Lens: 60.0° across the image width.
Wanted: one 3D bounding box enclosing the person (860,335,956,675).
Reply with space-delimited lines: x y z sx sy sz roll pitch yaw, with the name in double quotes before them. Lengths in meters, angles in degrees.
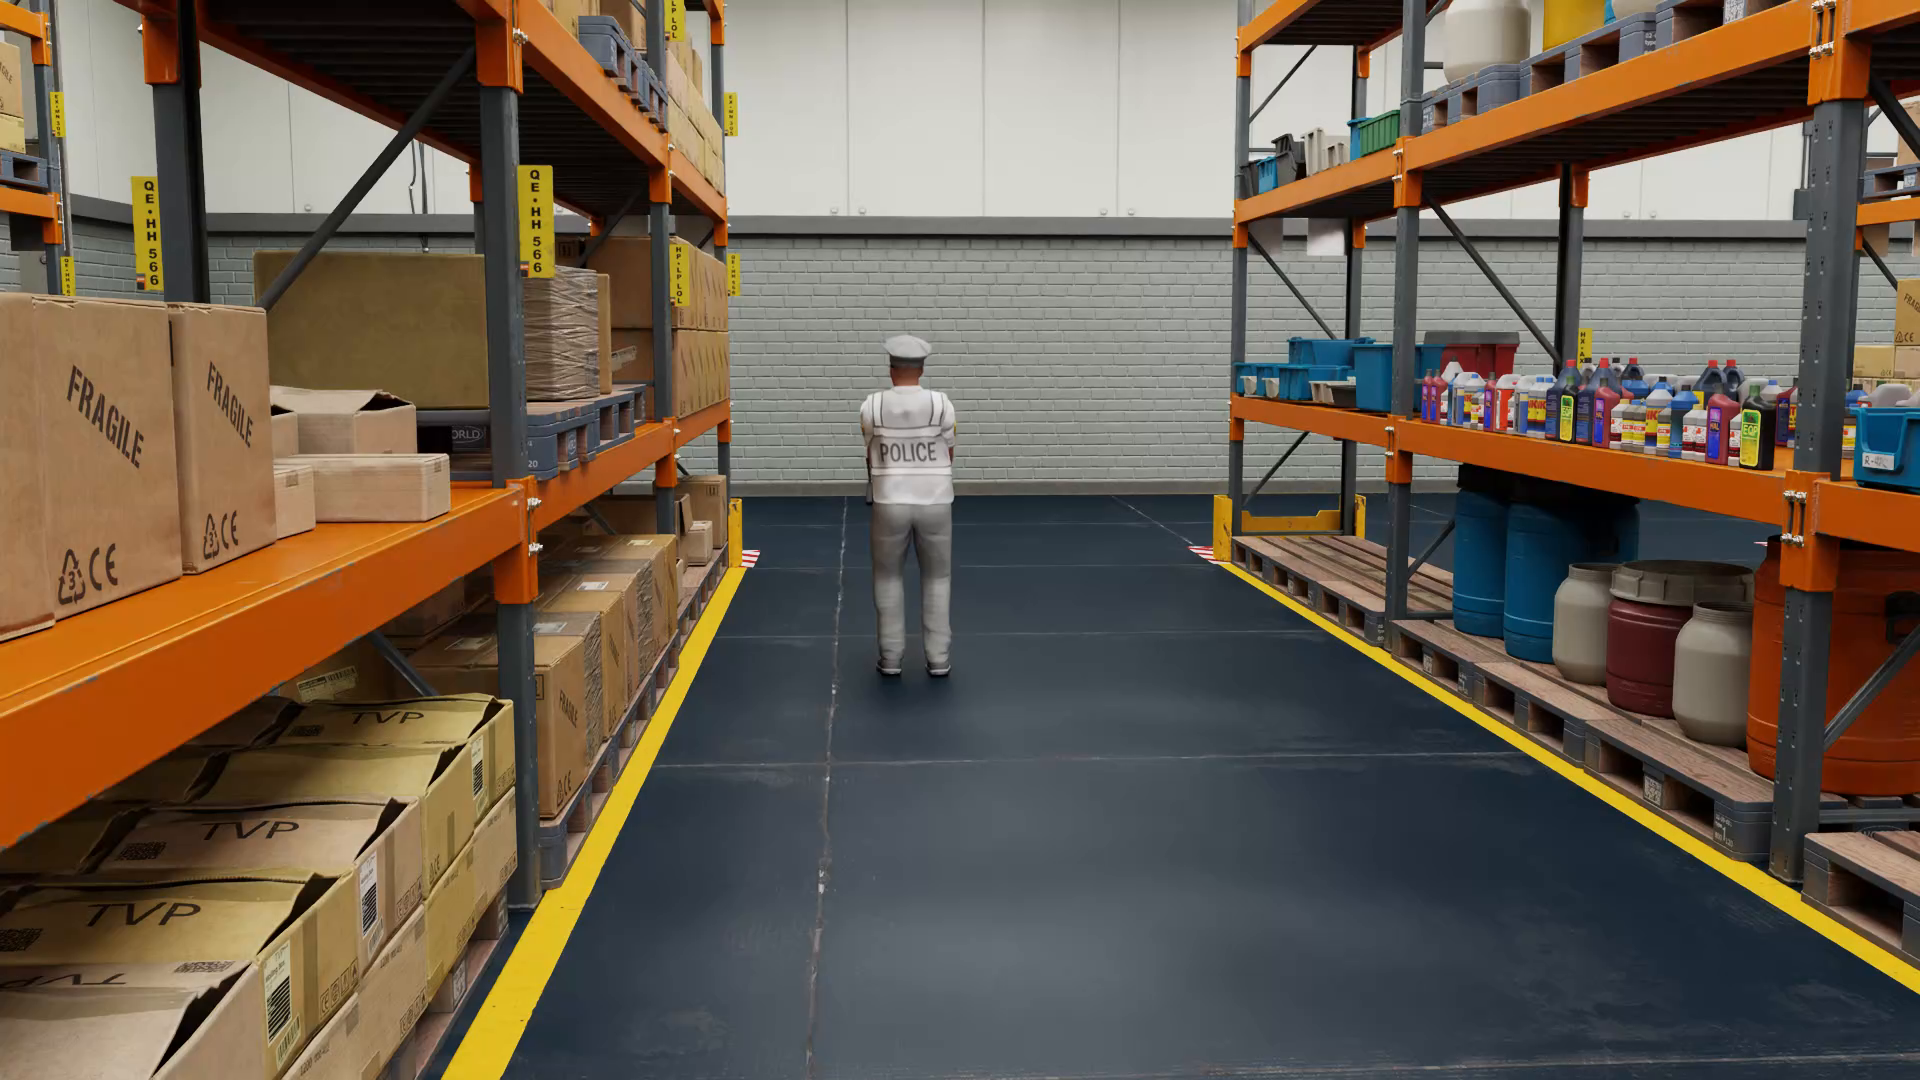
"person" -0.271 -0.183 8.703 0.494 1.762 0.565 0 7 -3
